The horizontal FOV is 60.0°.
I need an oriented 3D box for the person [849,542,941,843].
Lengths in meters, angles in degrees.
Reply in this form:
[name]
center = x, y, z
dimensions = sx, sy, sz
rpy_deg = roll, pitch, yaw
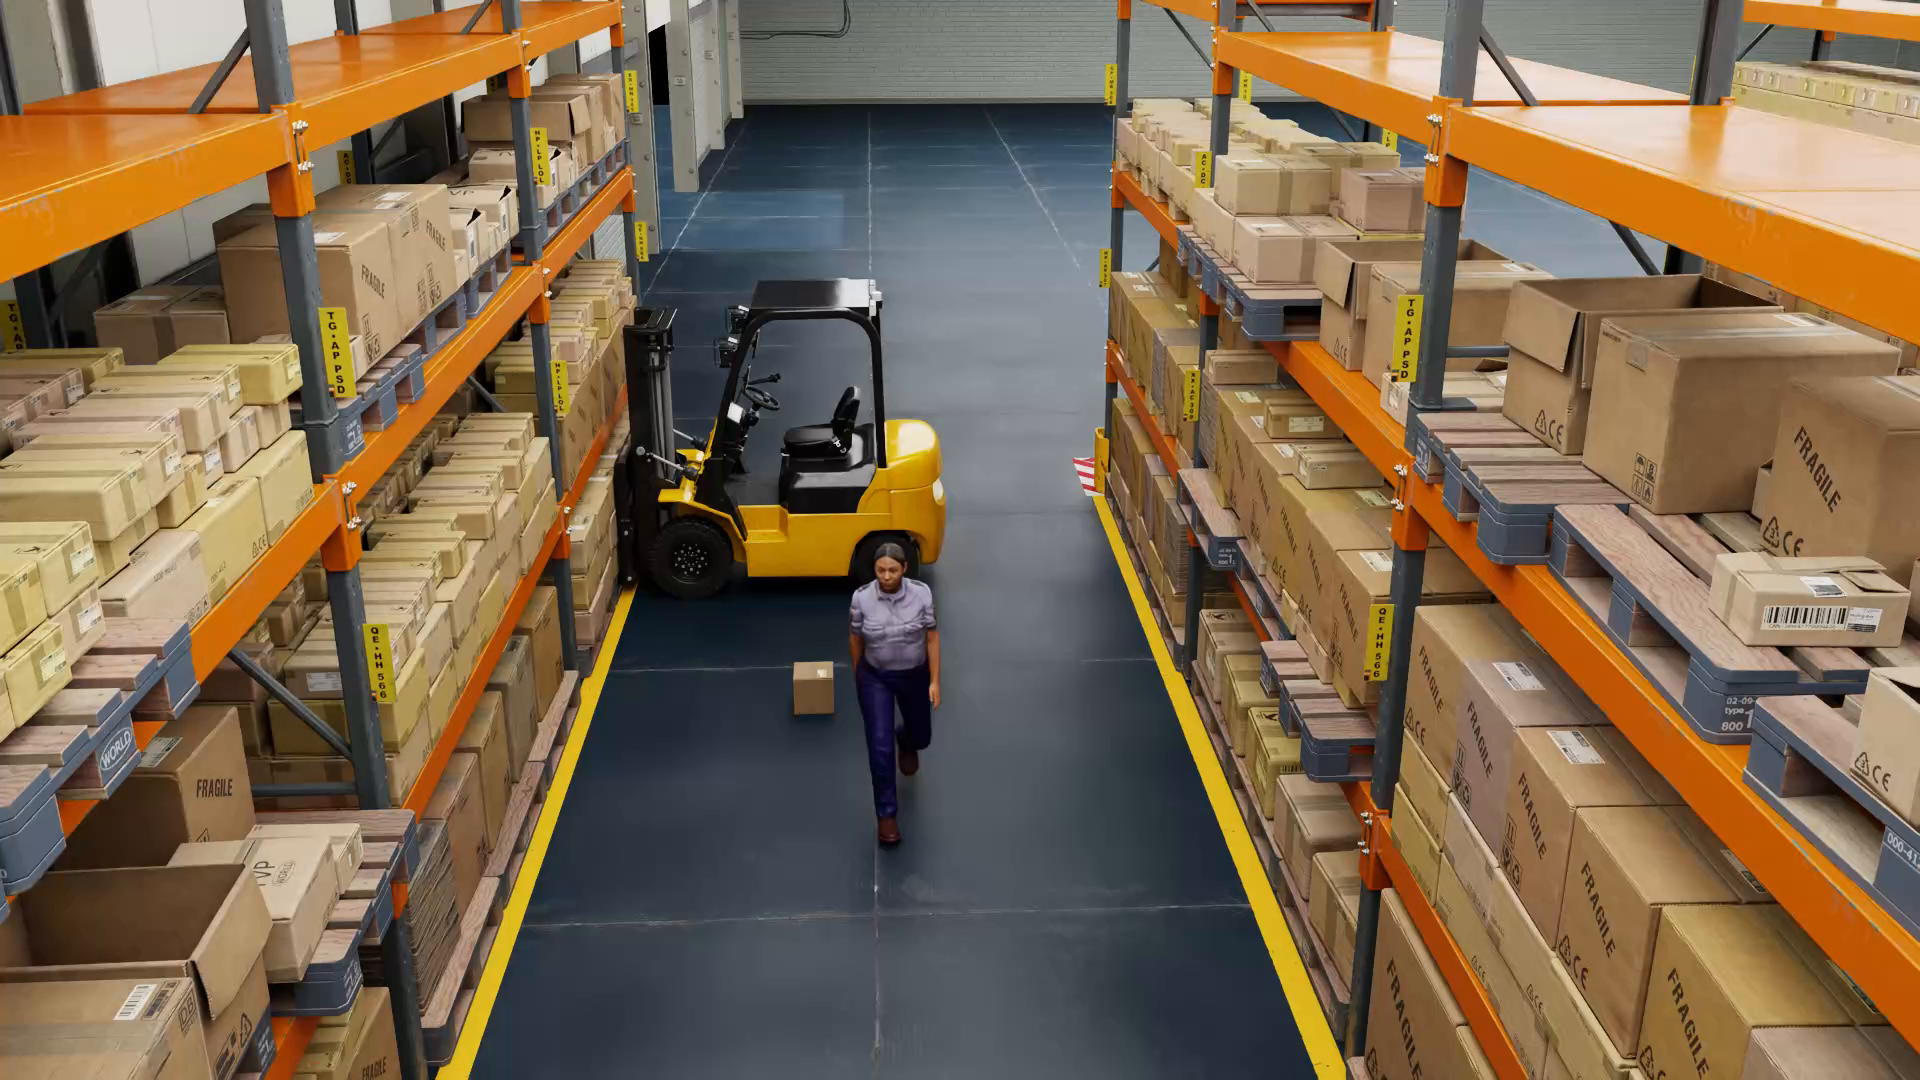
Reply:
[person]
center = -0.361, 0.739, 9.095
dimensions = 0.479, 1.603, 0.880
rpy_deg = -4, 21, -10
